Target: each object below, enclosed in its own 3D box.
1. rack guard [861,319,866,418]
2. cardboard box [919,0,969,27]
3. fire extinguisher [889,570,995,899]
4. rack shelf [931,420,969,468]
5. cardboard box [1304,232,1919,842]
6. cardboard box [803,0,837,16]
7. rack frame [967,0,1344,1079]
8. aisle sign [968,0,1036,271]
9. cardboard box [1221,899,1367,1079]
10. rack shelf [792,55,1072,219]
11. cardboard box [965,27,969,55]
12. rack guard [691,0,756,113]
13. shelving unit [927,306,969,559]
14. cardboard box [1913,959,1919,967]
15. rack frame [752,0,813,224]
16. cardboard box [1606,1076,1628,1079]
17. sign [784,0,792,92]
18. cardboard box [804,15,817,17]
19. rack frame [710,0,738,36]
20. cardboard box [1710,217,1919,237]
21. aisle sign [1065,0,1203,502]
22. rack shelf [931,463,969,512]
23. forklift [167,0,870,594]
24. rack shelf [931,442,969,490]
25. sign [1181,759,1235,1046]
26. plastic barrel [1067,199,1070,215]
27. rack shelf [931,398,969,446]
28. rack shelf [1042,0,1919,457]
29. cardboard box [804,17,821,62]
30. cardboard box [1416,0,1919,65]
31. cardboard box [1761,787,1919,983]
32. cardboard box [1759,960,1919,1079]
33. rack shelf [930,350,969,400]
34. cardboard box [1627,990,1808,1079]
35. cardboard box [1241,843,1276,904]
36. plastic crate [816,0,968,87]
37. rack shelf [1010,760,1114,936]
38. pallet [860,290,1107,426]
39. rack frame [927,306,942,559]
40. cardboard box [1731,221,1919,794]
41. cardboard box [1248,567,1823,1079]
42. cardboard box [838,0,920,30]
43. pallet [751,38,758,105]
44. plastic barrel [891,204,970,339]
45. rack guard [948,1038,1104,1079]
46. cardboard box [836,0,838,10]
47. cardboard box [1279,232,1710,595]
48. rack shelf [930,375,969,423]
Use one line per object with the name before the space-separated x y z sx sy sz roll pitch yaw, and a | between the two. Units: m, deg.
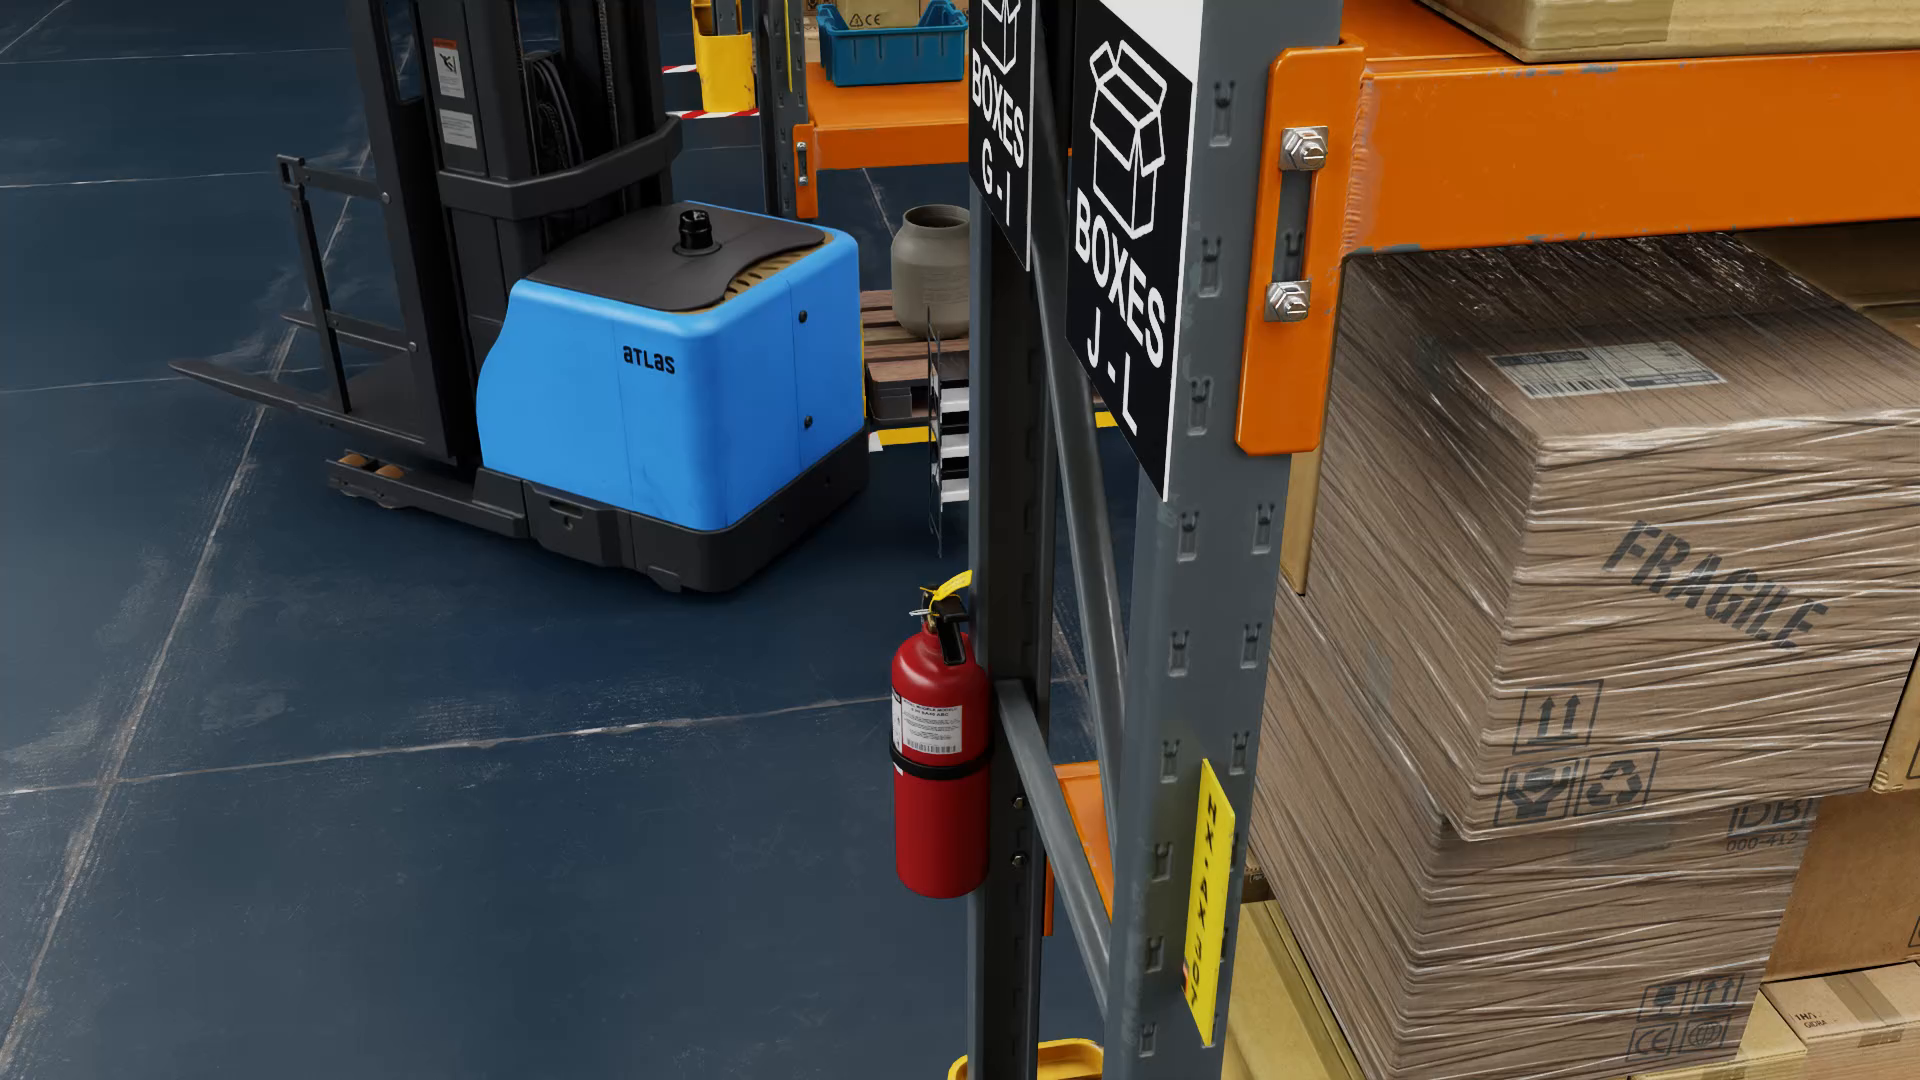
rack guard | -0.662 -0.931 7.339 0.348 0.500 1.175 -5 31 -9
cardboard box | -0.068 -3.803 11.318 0.500 0.500 0.500 -5 31 -9
fire extinguisher | -0.031 0.306 2.847 0.183 0.674 0.296 -5 31 -9
rack shelf | 0.008 -0.360 6.040 0.200 0.077 0.258 -5 31 -9
cardboard box | 0.754 -0.025 1.954 0.500 0.500 0.500 -5 31 -9
cardboard box | -1.142 -3.964 11.591 0.500 0.500 0.500 -5 31 -9
rack frame | 0.165 0.493 2.452 0.053 2.616 0.949 -5 31 -9
aisle sign | 0.049 -0.773 2.040 0.004 0.787 0.394 -5 31 -9
cardboard box | 0.488 0.693 2.360 0.250 0.149 0.380 -5 31 -9
rack shelf | 1.239 -1.850 7.147 4.000 0.370 1.077 -5 31 -9
cardboard box | -0.066 -3.474 11.498 0.500 0.250 0.500 -5 31 -9
rack guard | -1.640 -3.368 11.485 0.348 0.500 1.175 -5 31 -9
shelving unit | 0.008 -0.389 6.023 0.210 0.900 0.258 -5 31 -9
cardboard box | 1.475 0.612 2.498 0.250 0.149 0.380 -5 31 -9
rack frame | -0.728 -1.978 6.654 0.127 3.000 1.000 -5 31 -9
cardboard box | 0.737 0.680 2.383 0.250 0.149 0.380 -5 31 -9
sign | -0.633 -1.822 6.117 0.005 0.325 0.100 -5 31 -9
cardboard box | -1.142 -3.640 11.779 0.500 0.250 0.500 -5 31 -9
rack frame | -1.616 -4.448 10.855 0.127 3.000 1.000 -5 31 -9
cardboard box | 1.152 -0.333 2.478 0.500 0.500 0.500 -5 31 -9
aisle sign | 0.157 -0.474 1.531 0.004 0.787 0.394 -5 31 -9
rack shelf | 0.008 -0.205 6.131 0.200 0.077 0.258 -5 31 -9
forklift | -1.895 -1.601 6.081 3.031 2.935 1.130 16 34 25
rack shelf | 0.008 -0.282 6.086 0.200 0.077 0.258 -5 31 -9
sign | 0.262 0.389 1.775 0.005 0.325 0.100 -5 31 -9
plastic barrel | 0.399 -1.230 7.423 0.421 0.512 0.421 0 30 0
rack shelf | 0.008 -0.437 5.994 0.200 0.077 0.258 -5 31 -9
rack shelf | 2.132 -0.674 2.187 4.000 0.370 1.077 -5 31 -9
cardboard box | -1.049 -3.381 11.340 0.500 0.250 0.500 -5 31 -9
cardboard box | 0.685 -0.652 1.588 0.500 0.250 0.500 -4 31 -7
cardboard box | 1.180 0.178 2.595 0.500 0.500 0.875 -5 31 -9
cardboard box | 1.228 0.631 2.465 0.250 0.149 0.380 -5 31 -9
rack shelf | 0.008 -0.593 5.903 0.200 0.077 0.258 -5 31 -9
cardboard box | 0.986 0.664 2.409 0.250 0.149 0.380 -5 31 -9
cardboard box | 0.407 0.471 2.737 0.250 0.149 0.380 -5 31 -9
plastic crate | -0.289 -2.108 7.023 0.616 0.251 0.499 -5 31 -9
rack shelf | 2.132 0.619 2.947 4.000 0.370 1.077 -5 31 -9
pallet | 0.138 -0.878 7.534 1.213 0.211 1.003 -5 31 -9
rack frame | -0.092 -0.379 6.007 0.006 0.900 0.240 -5 31 -9
cardboard box | 1.247 -0.067 2.026 0.500 0.500 0.500 -5 31 -9
cardboard box | 0.710 0.284 2.416 0.500 0.500 0.875 -5 31 -9
cardboard box | -0.557 -3.751 11.229 0.500 0.500 0.500 -5 31 -9
pallet | -0.872 -3.336 11.716 1.213 0.211 1.003 -5 31 -9
plastic barrel | -0.094 -1.184 7.345 0.421 0.512 0.421 0 30 0
rack guard | 0.239 1.562 3.100 0.348 0.500 1.175 -5 31 -9
cardboard box | -0.652 -3.691 11.867 0.500 0.250 0.500 -5 31 -9
cardboard box | 0.661 -0.284 2.395 0.500 0.500 0.500 -5 31 -9
rack shelf | 0.008 -0.515 5.949 0.200 0.077 0.258 -5 31 -9
